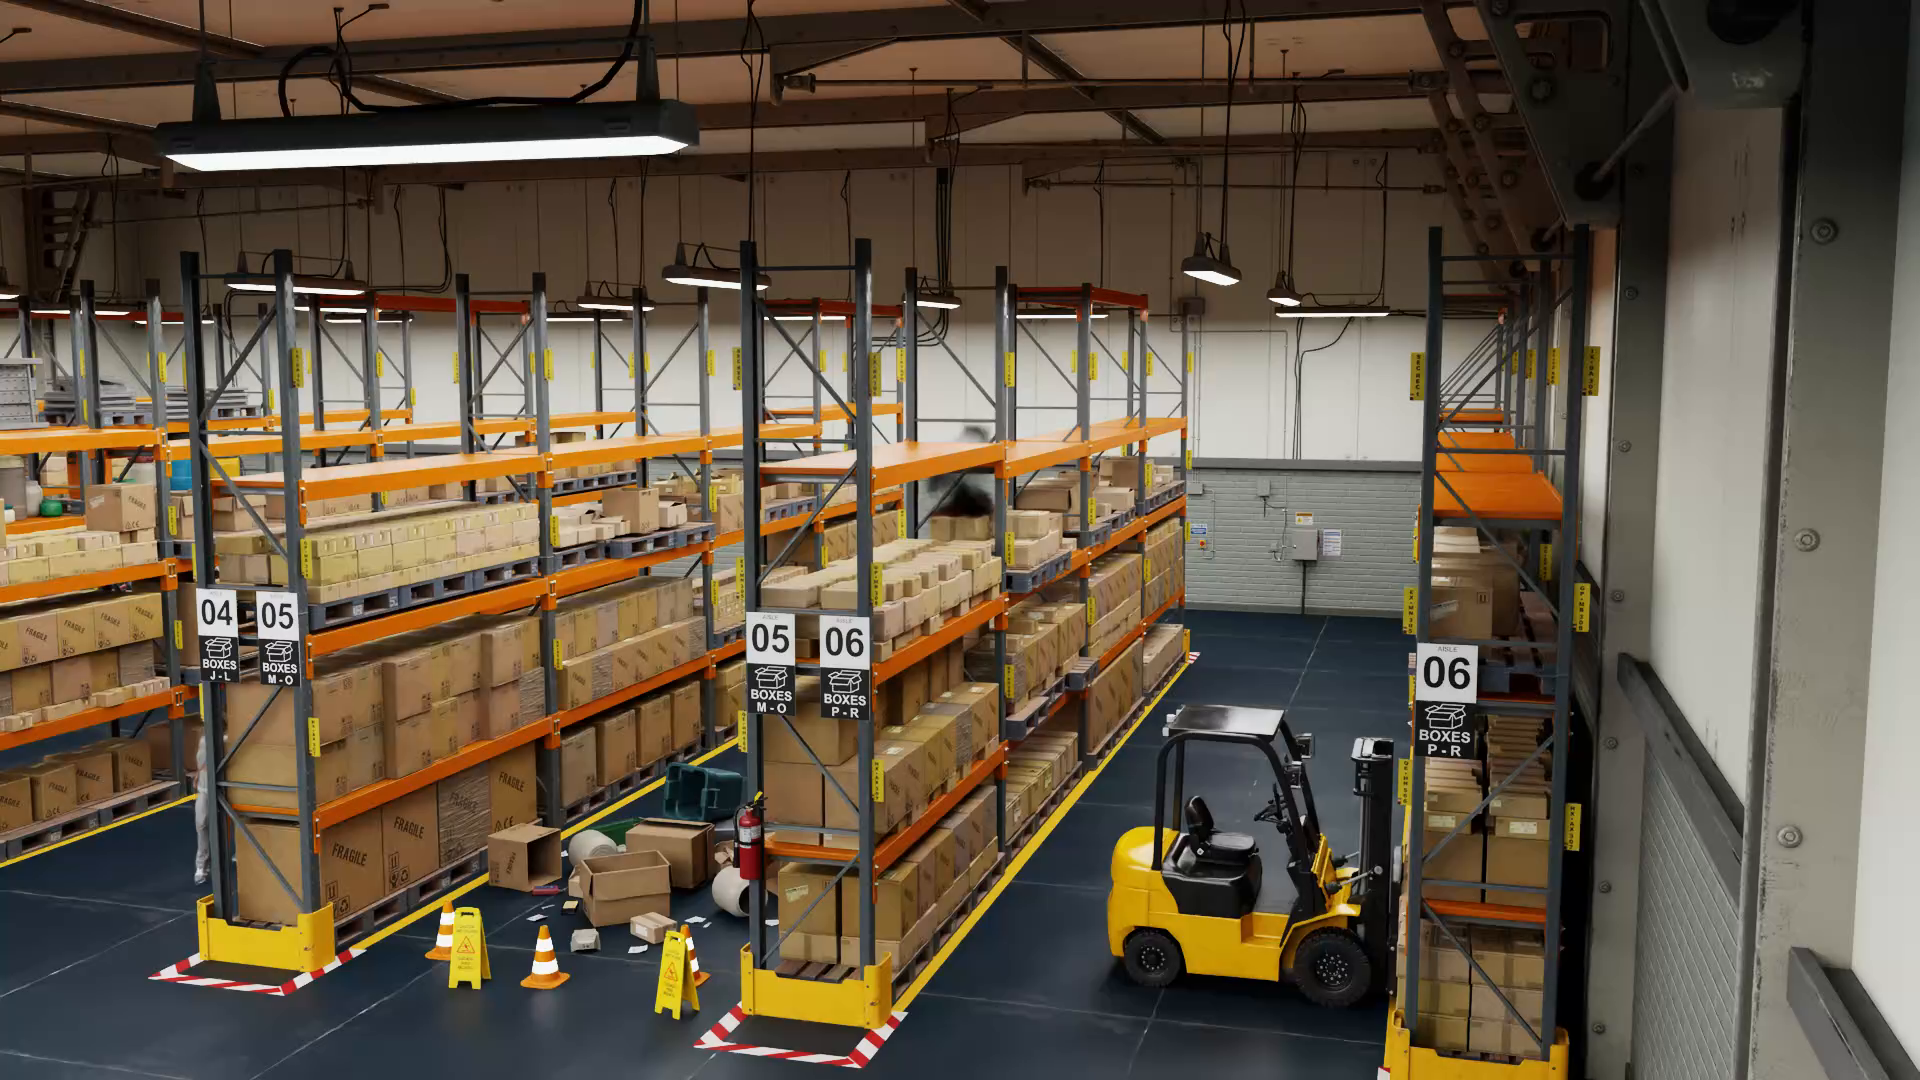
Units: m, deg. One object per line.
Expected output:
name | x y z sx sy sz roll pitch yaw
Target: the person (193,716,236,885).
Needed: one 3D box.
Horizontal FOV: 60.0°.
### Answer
person | -7.374 2.514 16.520 0.518 1.630 0.783 0 6 2
